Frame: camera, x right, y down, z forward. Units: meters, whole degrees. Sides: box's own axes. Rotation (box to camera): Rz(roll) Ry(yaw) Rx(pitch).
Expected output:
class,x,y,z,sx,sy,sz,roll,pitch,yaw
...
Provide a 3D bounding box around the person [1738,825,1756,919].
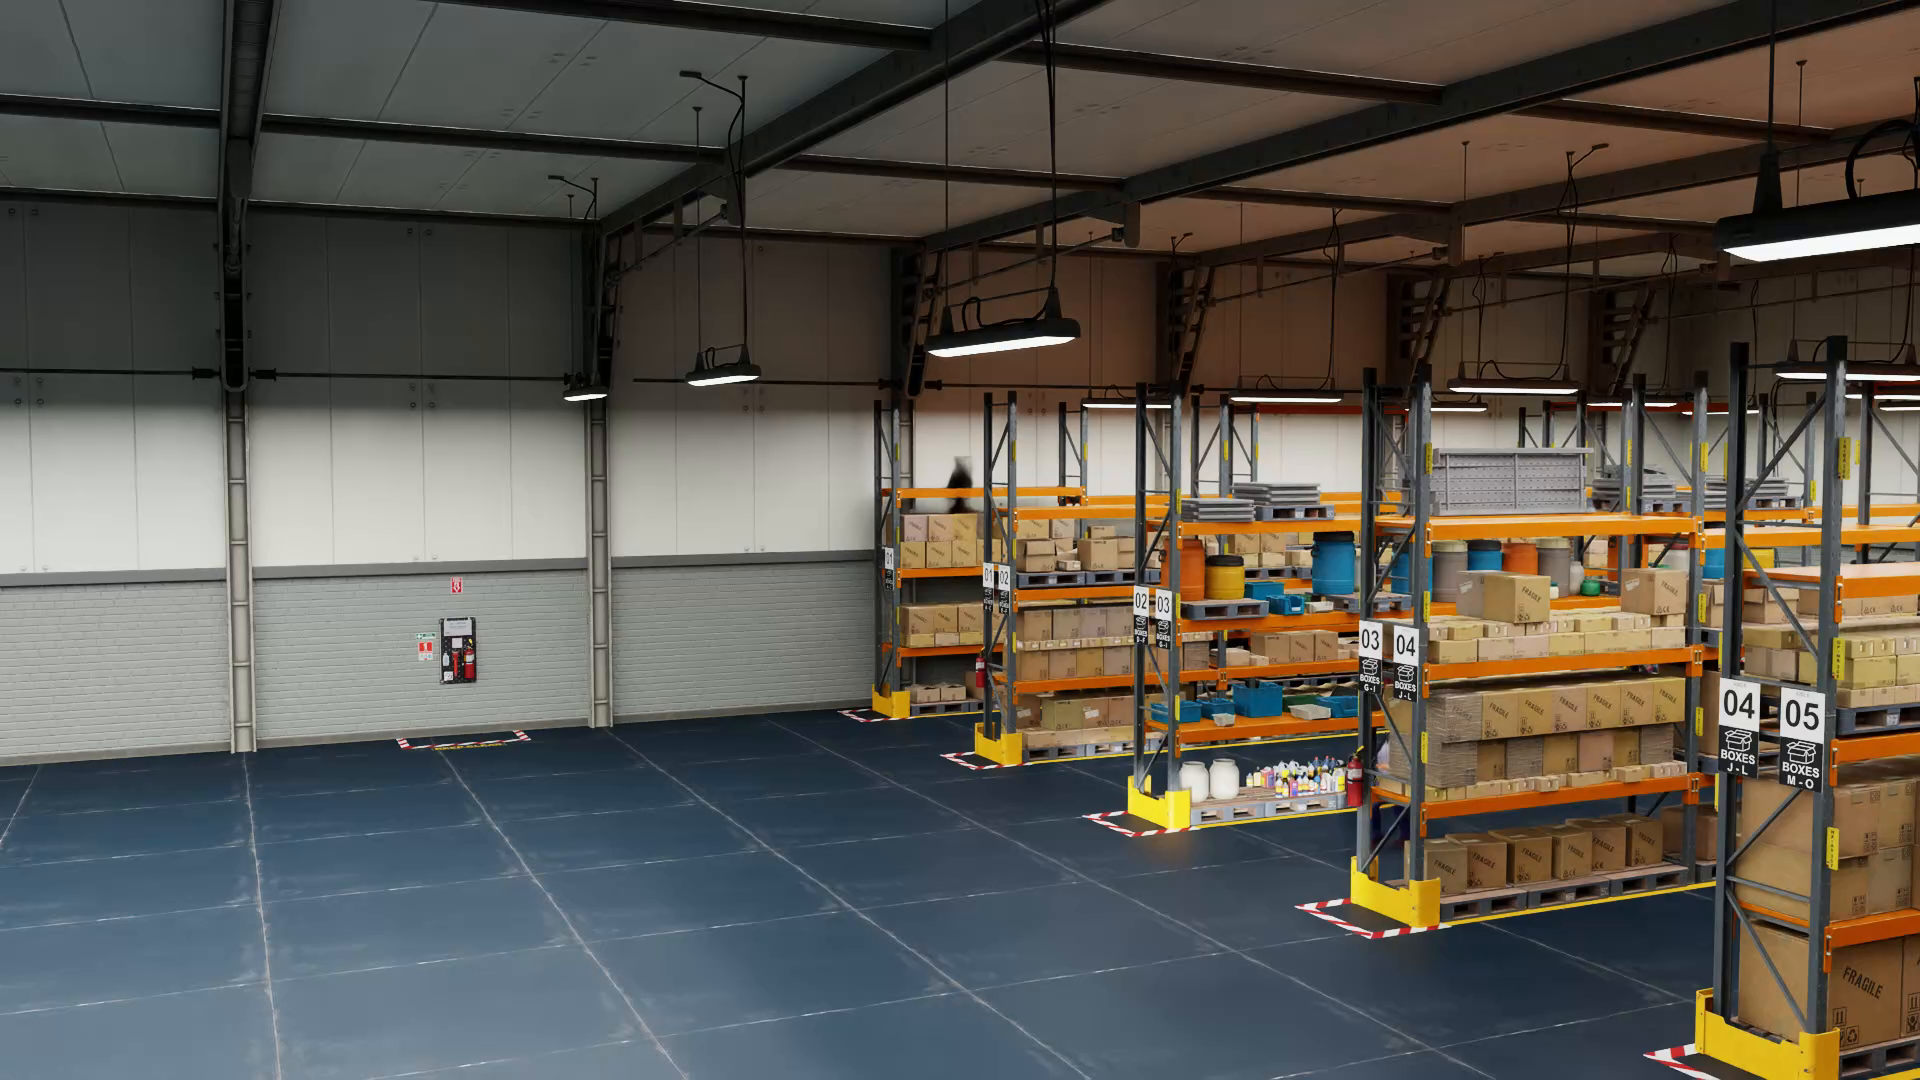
class,x,y,z,sx,sy,sz,roll,pitch,yaw
person,8.016,3.480,16.326,0.842,1.486,0.586,-1,3,-14

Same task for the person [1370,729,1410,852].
class,x,y,z,sx,sy,sz,roll,pitch,yaw
person,5.528,3.124,21.040,0.695,1.687,0.586,-3,4,-38
